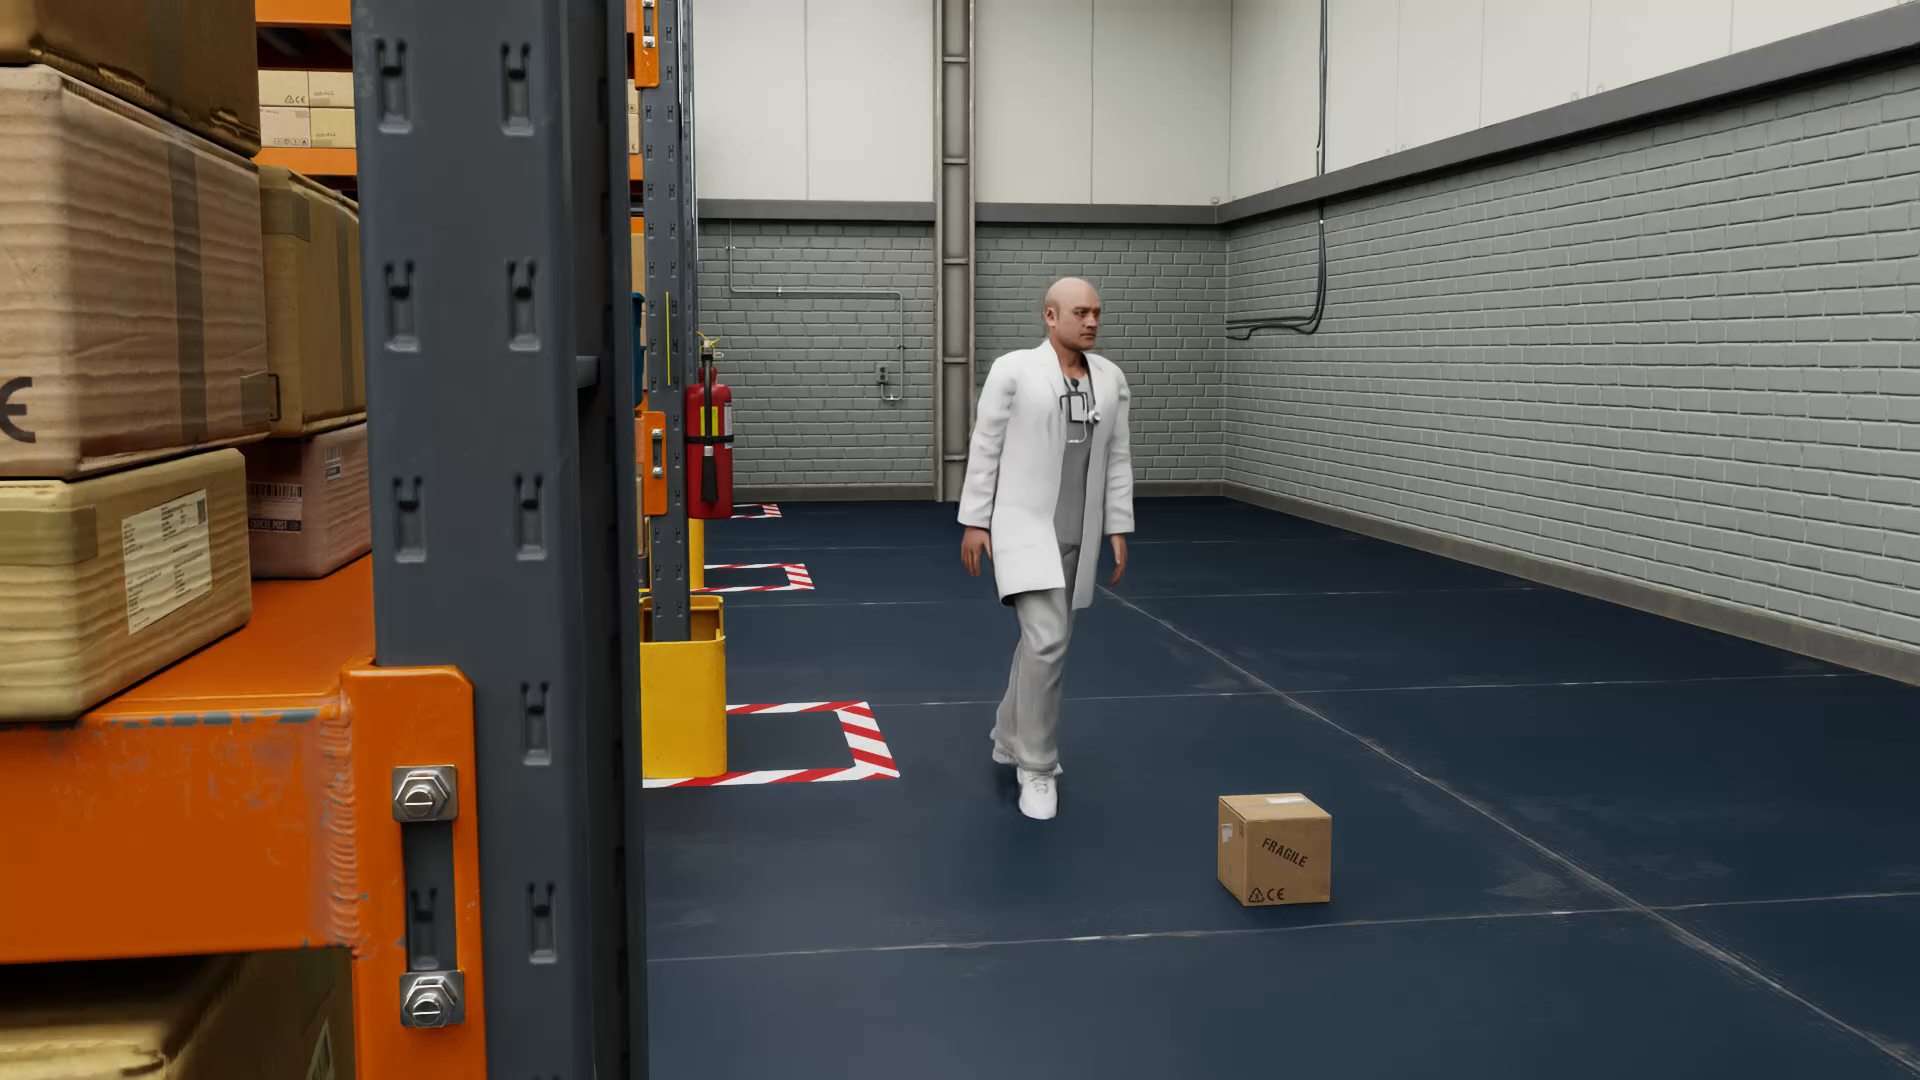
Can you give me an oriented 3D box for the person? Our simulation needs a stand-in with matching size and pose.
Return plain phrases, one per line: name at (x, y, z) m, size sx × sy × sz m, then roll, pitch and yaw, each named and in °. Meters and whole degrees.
person at (0.309, 0.007, 5.791) m, size 0.589 × 1.815 × 0.646 m, roll -4°, pitch 7°, yaw -31°
